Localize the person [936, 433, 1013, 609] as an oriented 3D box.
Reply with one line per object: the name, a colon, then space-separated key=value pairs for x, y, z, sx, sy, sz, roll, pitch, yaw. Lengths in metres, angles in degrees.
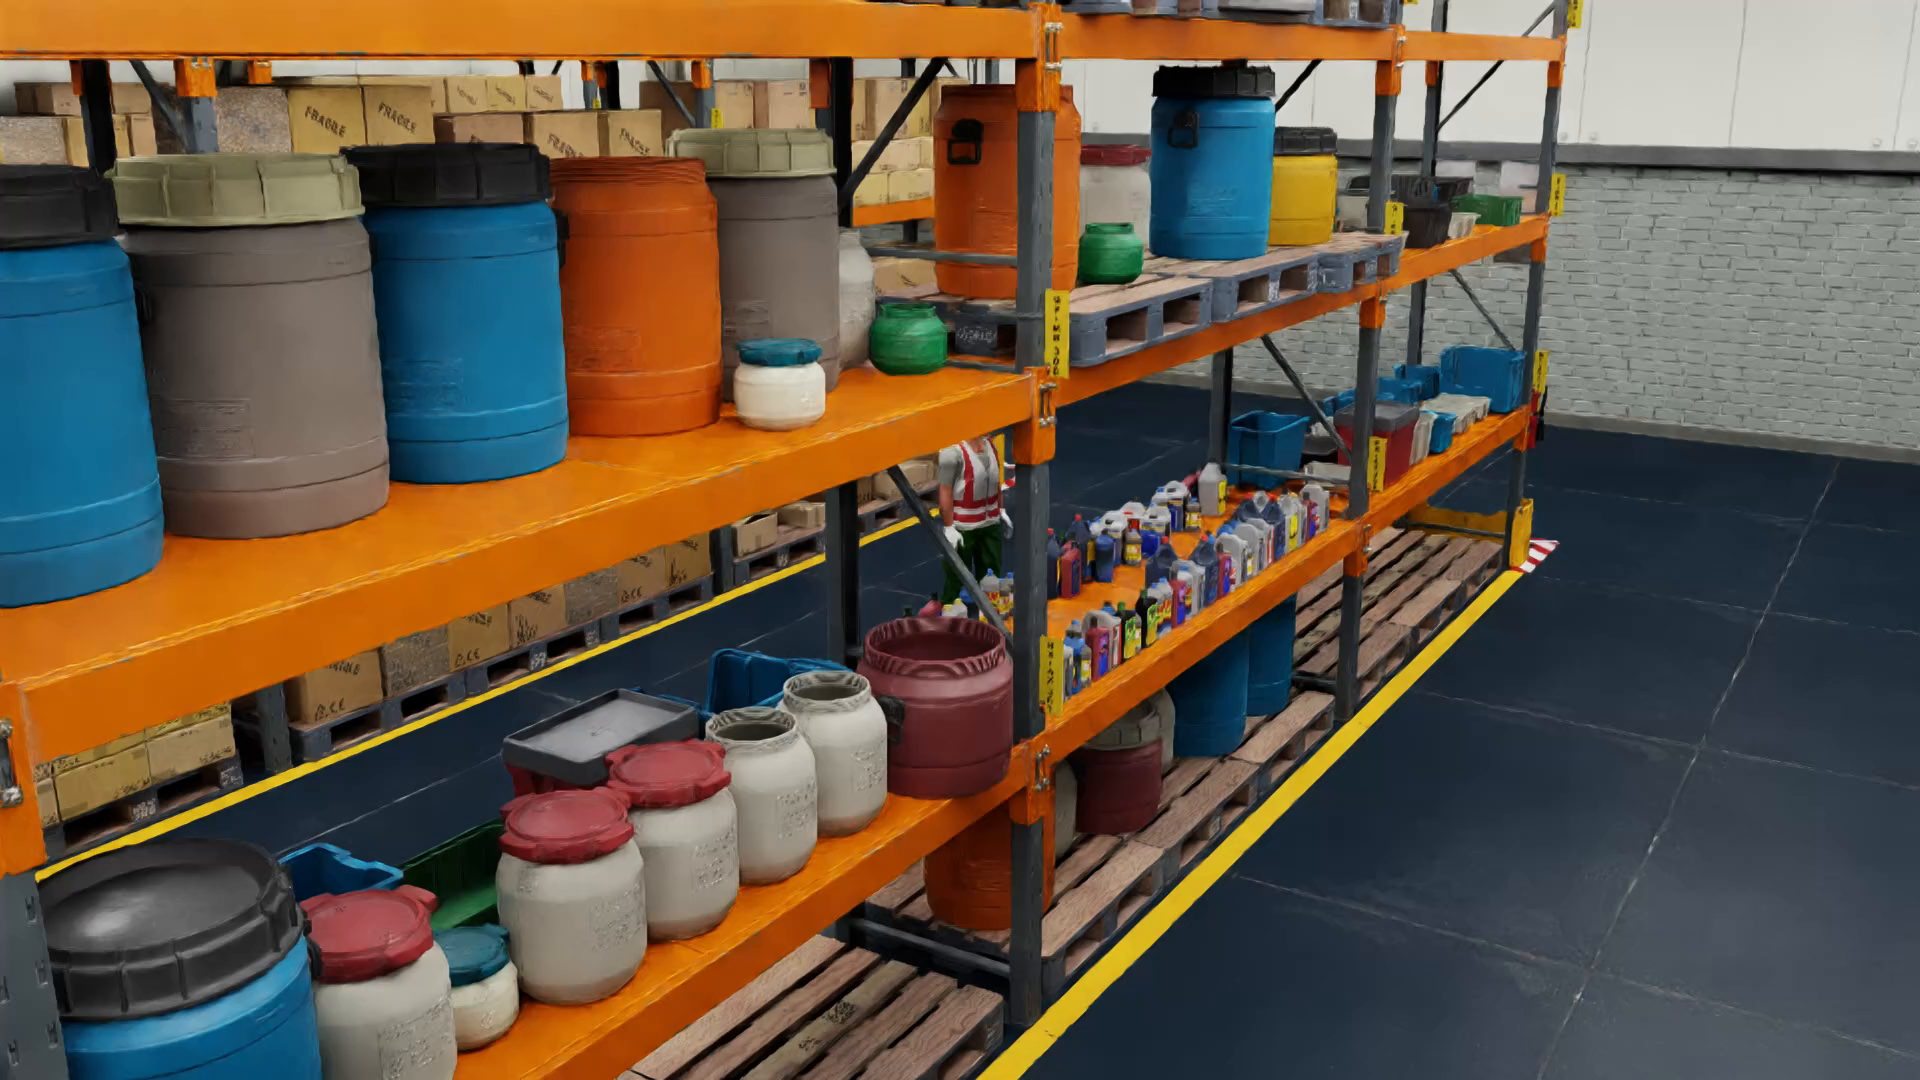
person: x=0.113 y=-0.102 z=11.239 sx=0.622 sy=1.791 sz=0.414 roll=-15 pitch=22 yaw=-41
